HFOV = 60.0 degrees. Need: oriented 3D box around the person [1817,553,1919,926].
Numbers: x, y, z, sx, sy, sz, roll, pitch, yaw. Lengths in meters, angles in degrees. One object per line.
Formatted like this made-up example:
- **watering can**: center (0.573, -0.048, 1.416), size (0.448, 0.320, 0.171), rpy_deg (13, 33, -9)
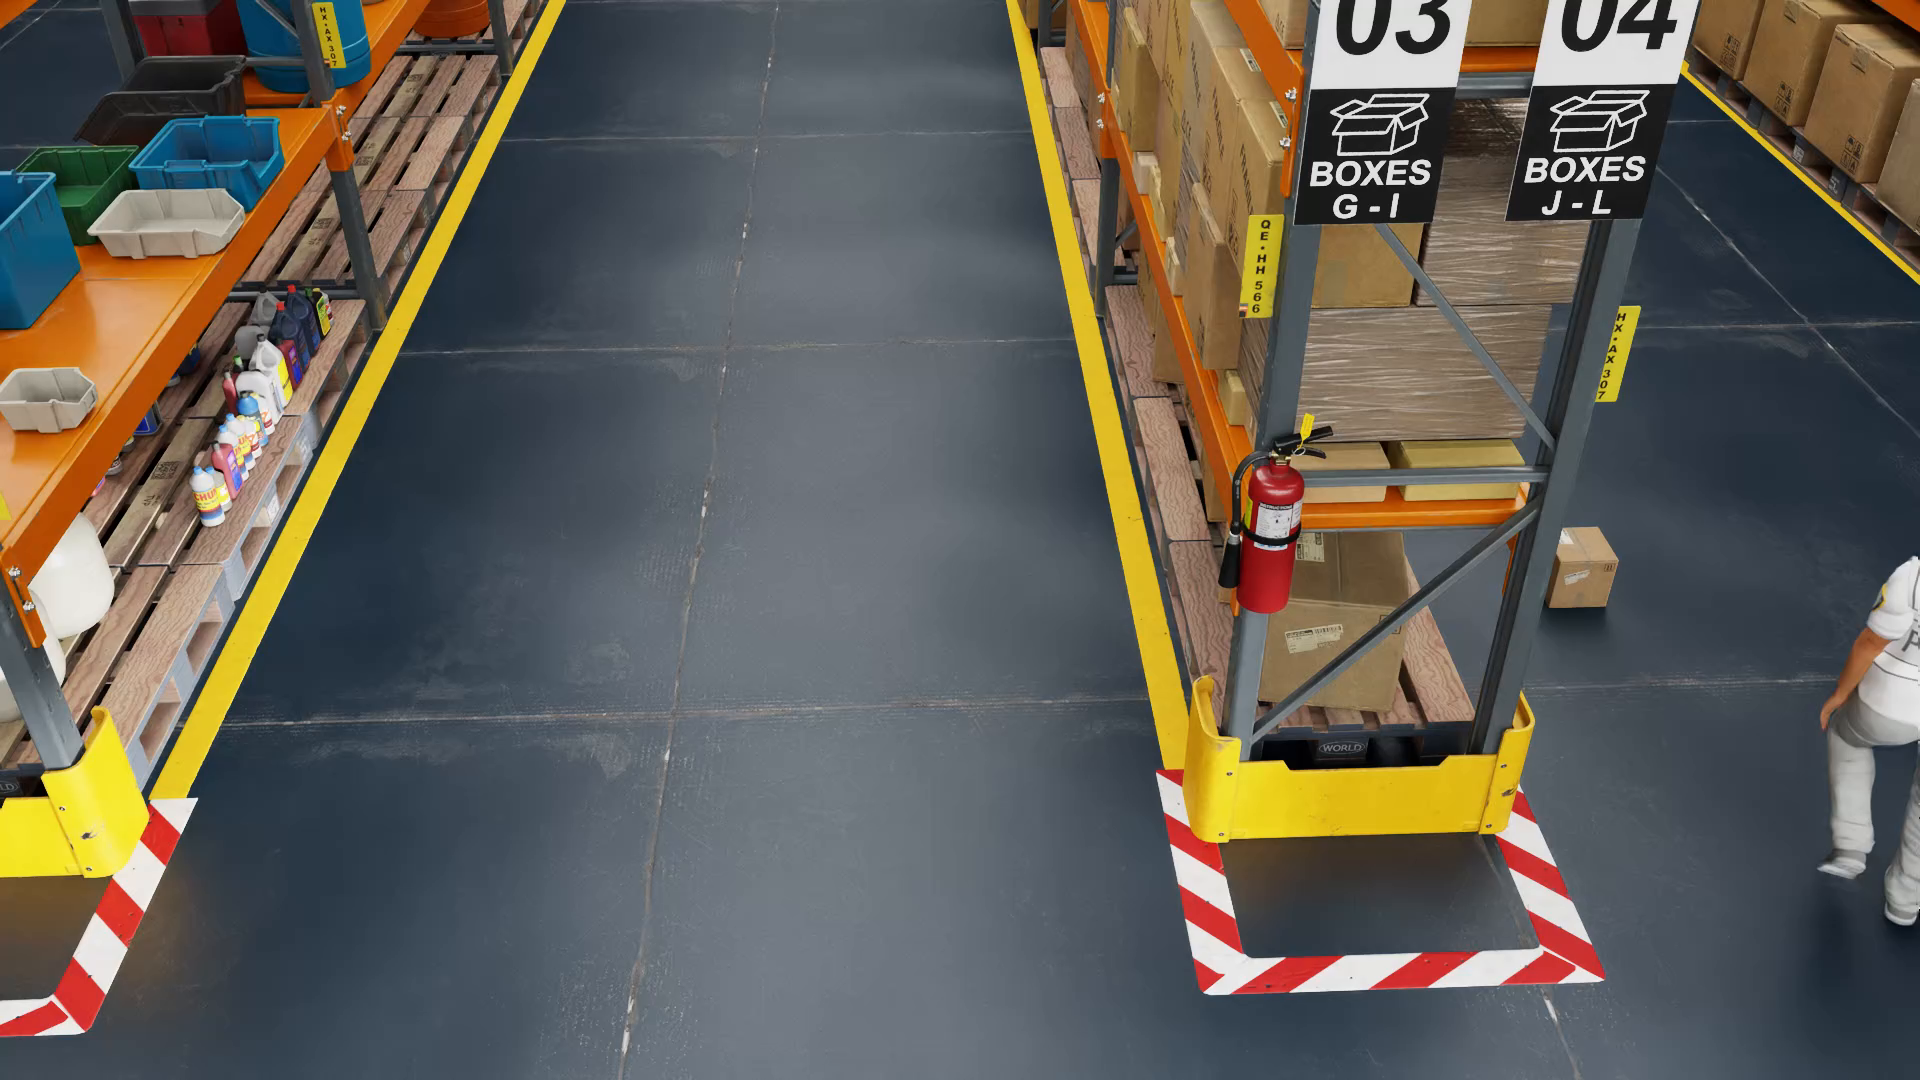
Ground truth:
- **person**: center (3.121, 0.511, 5.397), size (0.541, 1.646, 0.462), rpy_deg (16, 38, 21)
